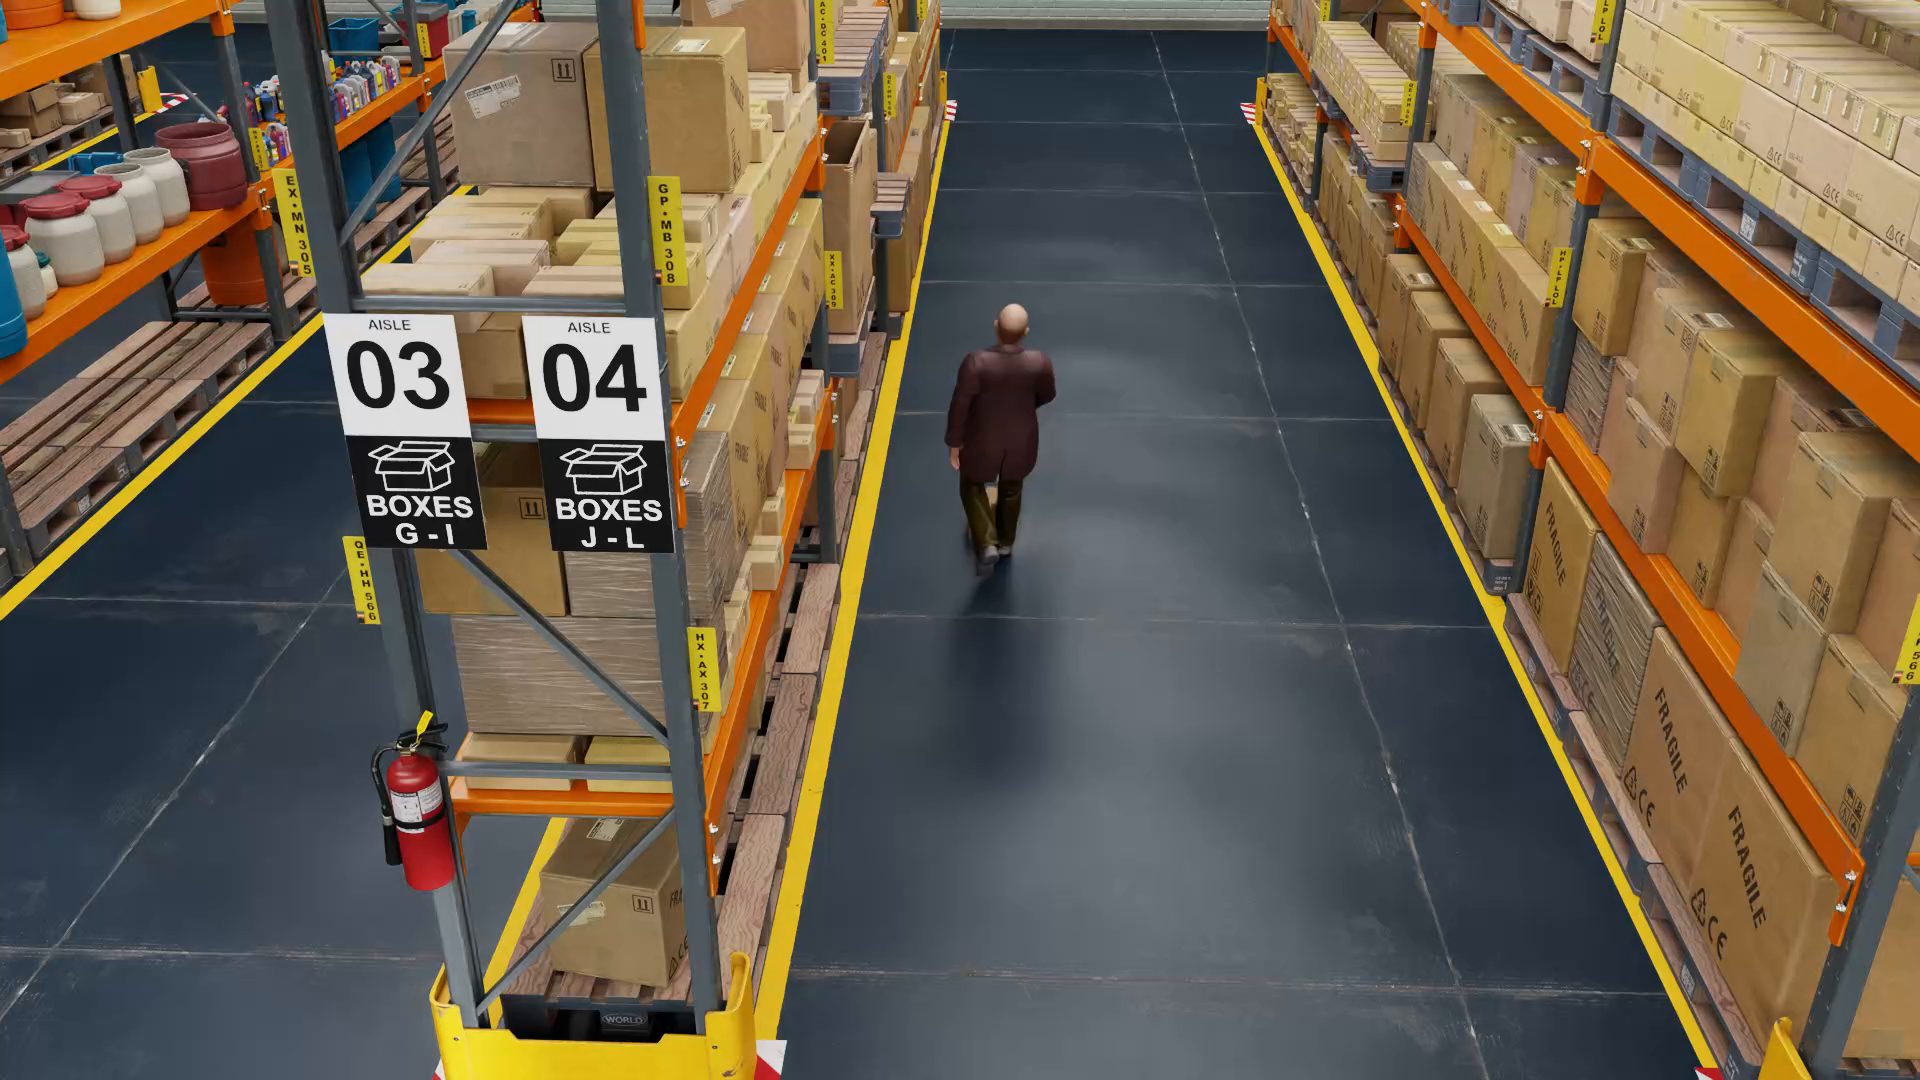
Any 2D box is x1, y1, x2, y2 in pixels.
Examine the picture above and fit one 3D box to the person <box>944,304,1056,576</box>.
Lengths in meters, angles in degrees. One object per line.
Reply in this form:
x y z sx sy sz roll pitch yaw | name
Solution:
0.218 -0.637 9.874 0.666 1.732 0.851 -4 28 -7 | person
